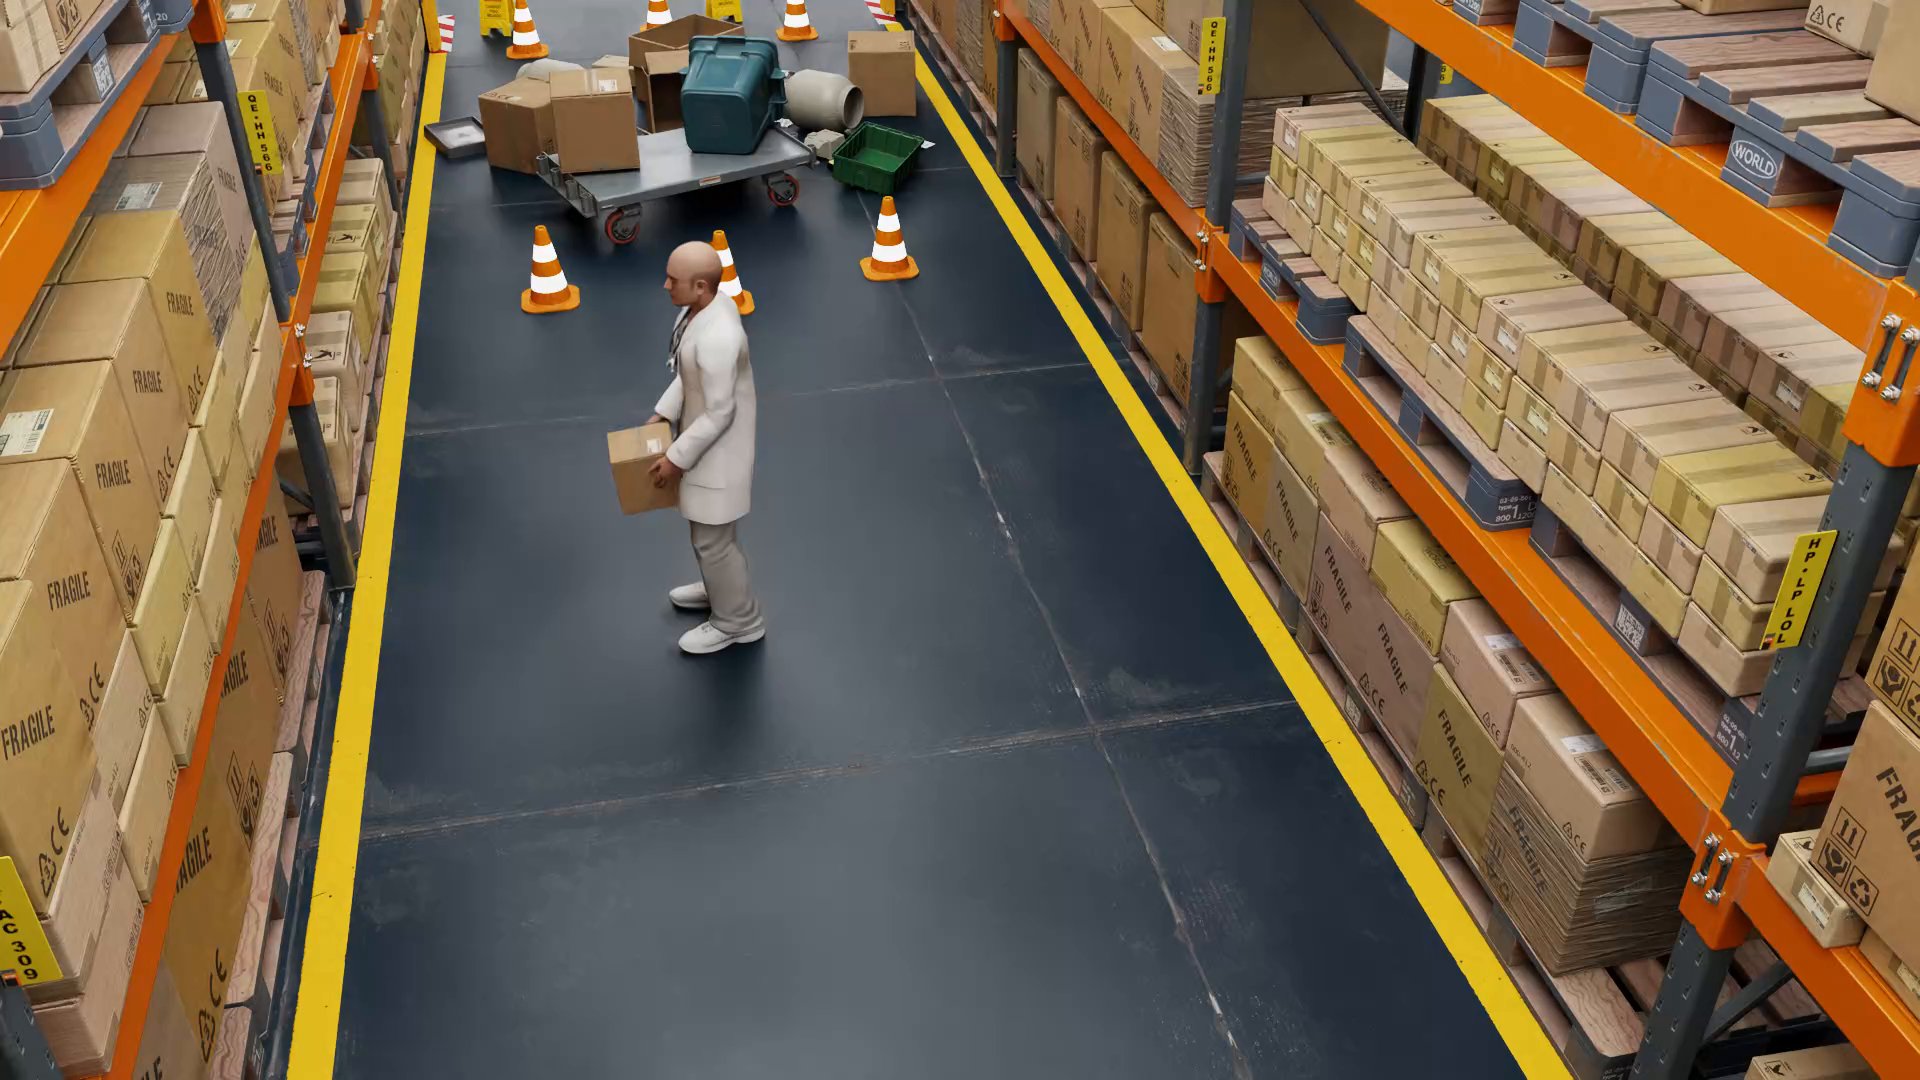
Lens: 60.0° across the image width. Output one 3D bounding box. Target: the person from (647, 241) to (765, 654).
[{"bbox_3d":[-1.040,-0.368,6.697,0.455,1.782,0.577,-8,35,-11],"label":"person"}]
